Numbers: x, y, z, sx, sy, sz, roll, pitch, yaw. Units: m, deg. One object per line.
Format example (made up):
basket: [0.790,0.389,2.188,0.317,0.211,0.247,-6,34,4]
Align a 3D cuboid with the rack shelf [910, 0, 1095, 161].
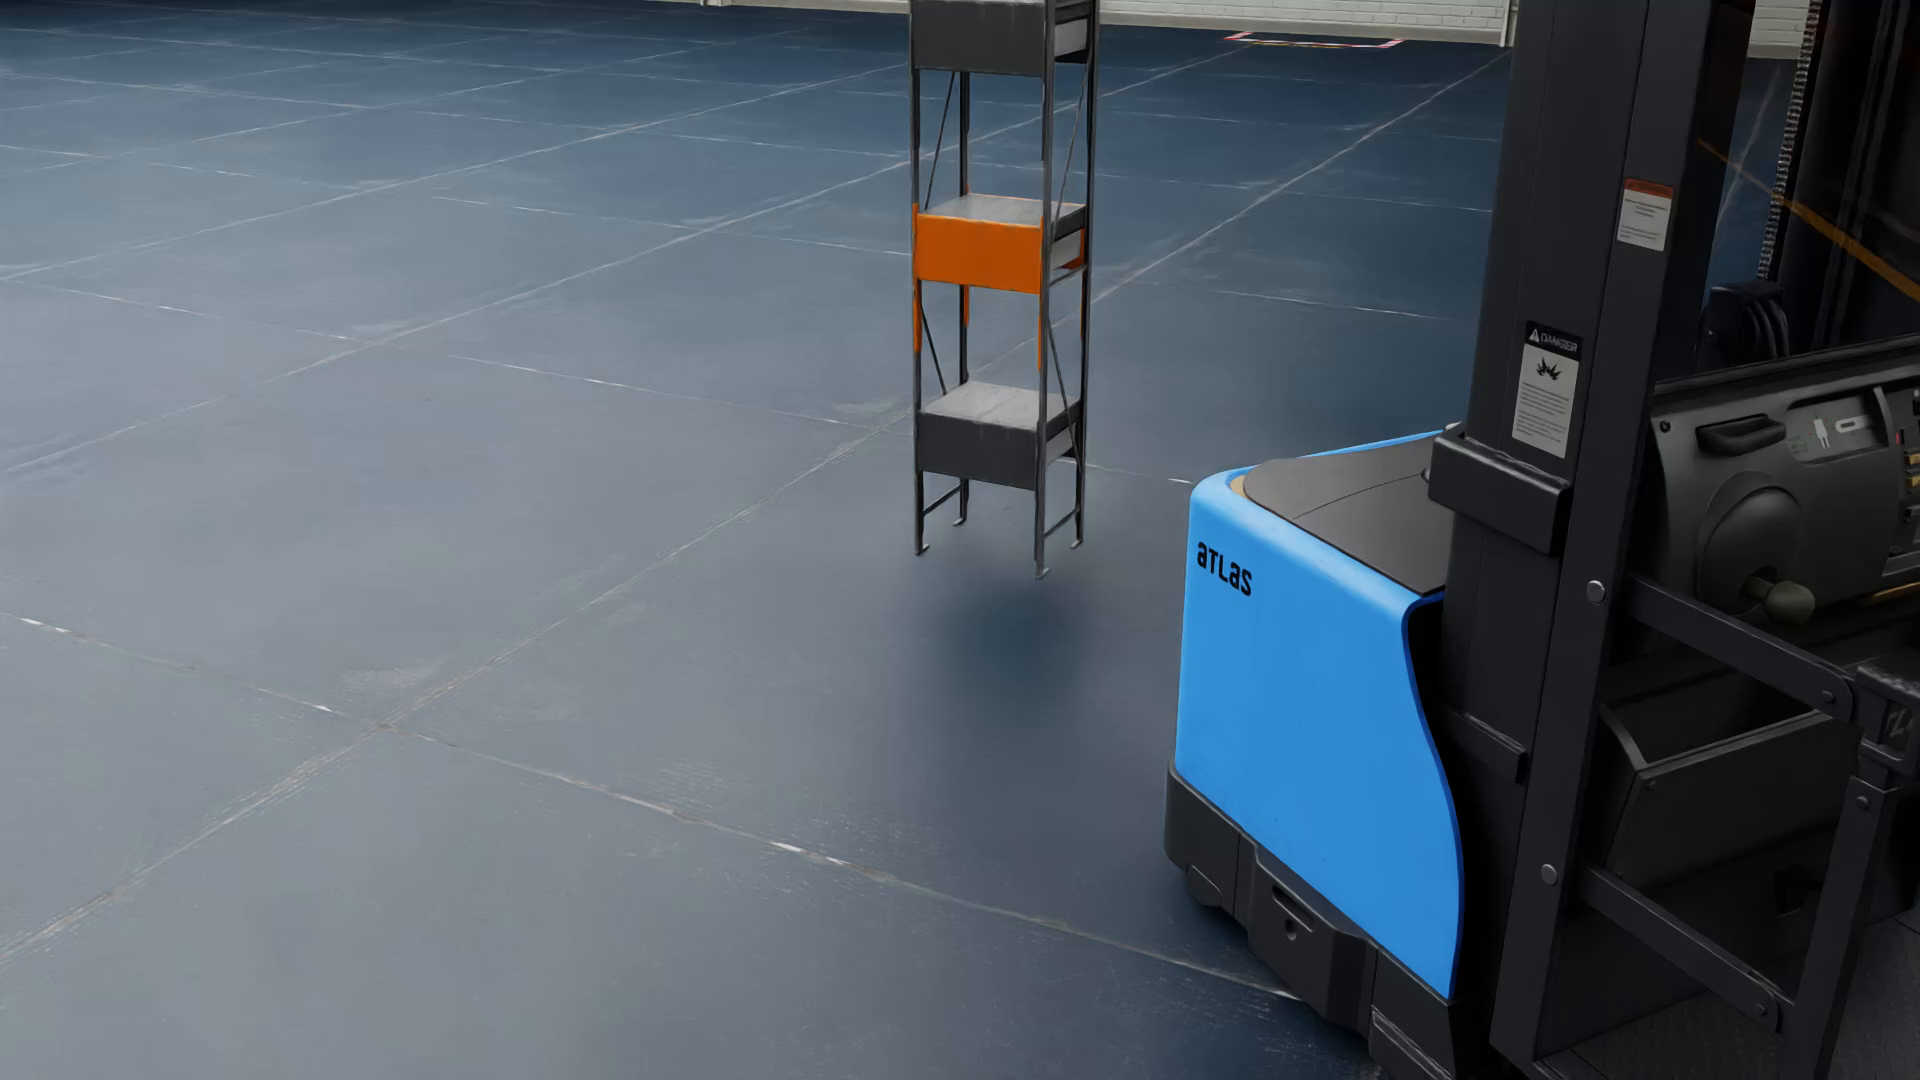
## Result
rack shelf: [0.148,-1.569,5.502,0.480,0.518,0.431,11,25,25]

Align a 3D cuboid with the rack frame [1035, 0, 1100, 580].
rack frame: [0.365,-0.894,5.669,0.015,2.100,0.400,11,25,25]

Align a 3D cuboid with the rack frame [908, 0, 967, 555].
rack frame: [-0.070,-0.980,5.872,0.015,2.100,0.400,11,25,25]

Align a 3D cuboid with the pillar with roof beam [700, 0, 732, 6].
pillar with roof beam: [-5.704,-10.902,20.387,0.400,9.000,9.100,11,25,25]

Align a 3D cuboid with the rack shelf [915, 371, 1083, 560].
rack shelf: [0.148,-0.280,6.050,0.480,0.518,0.431,11,25,25]

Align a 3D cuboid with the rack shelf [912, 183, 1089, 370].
rack shelf: [0.148,-0.924,5.776,0.480,0.518,0.431,11,25,25]

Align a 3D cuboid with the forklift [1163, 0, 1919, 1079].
forklift: [1.629,-0.079,2.691,1.130,2.935,3.031,-11,25,-24]

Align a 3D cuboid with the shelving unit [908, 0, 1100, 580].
shelving unit: [0.148,-0.937,5.770,0.503,2.100,0.431,11,25,25]

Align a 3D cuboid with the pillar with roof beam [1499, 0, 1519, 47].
pillar with roof beam: [5.005,-8.783,15.405,0.400,9.000,9.100,11,25,25]
